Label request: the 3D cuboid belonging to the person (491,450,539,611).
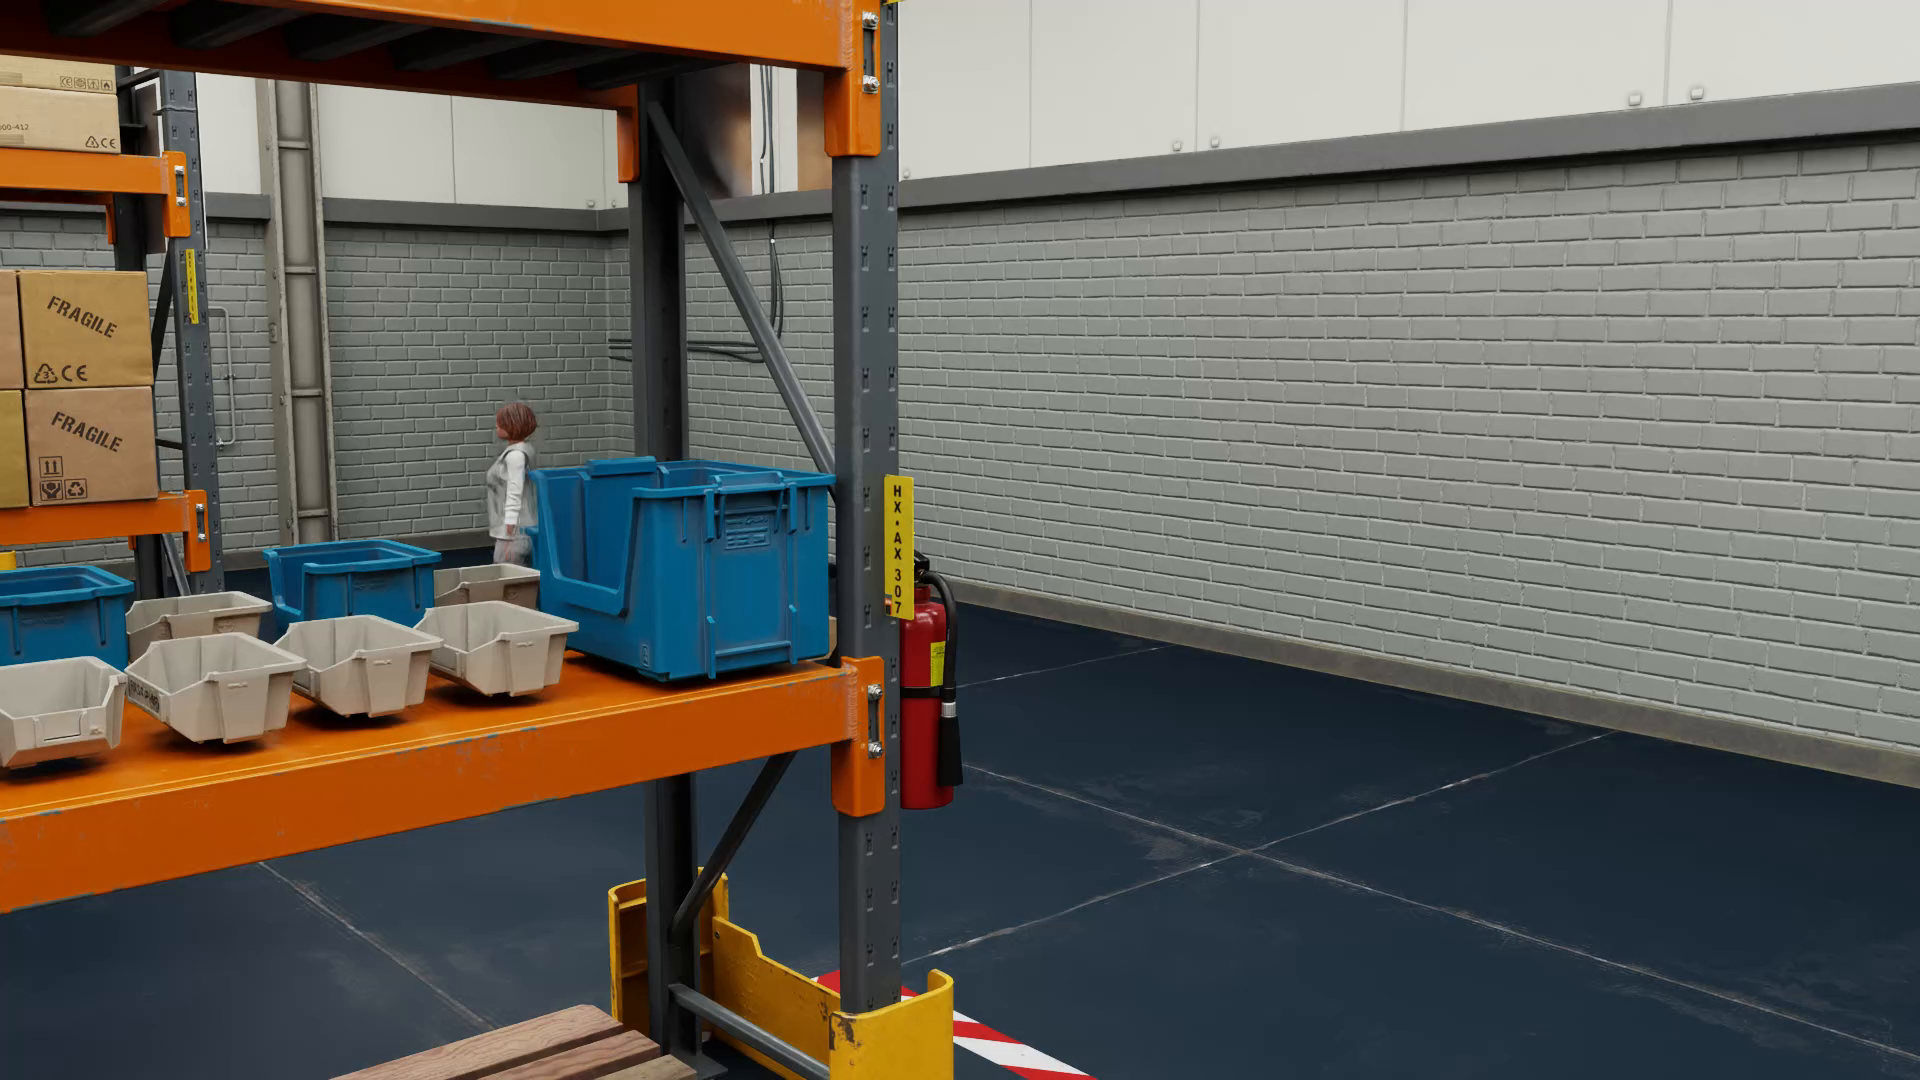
[{"bbox_3d":[-2.585,0.079,9.759,0.429,1.271,0.406,-1,8,-7],"label":"person"}]
